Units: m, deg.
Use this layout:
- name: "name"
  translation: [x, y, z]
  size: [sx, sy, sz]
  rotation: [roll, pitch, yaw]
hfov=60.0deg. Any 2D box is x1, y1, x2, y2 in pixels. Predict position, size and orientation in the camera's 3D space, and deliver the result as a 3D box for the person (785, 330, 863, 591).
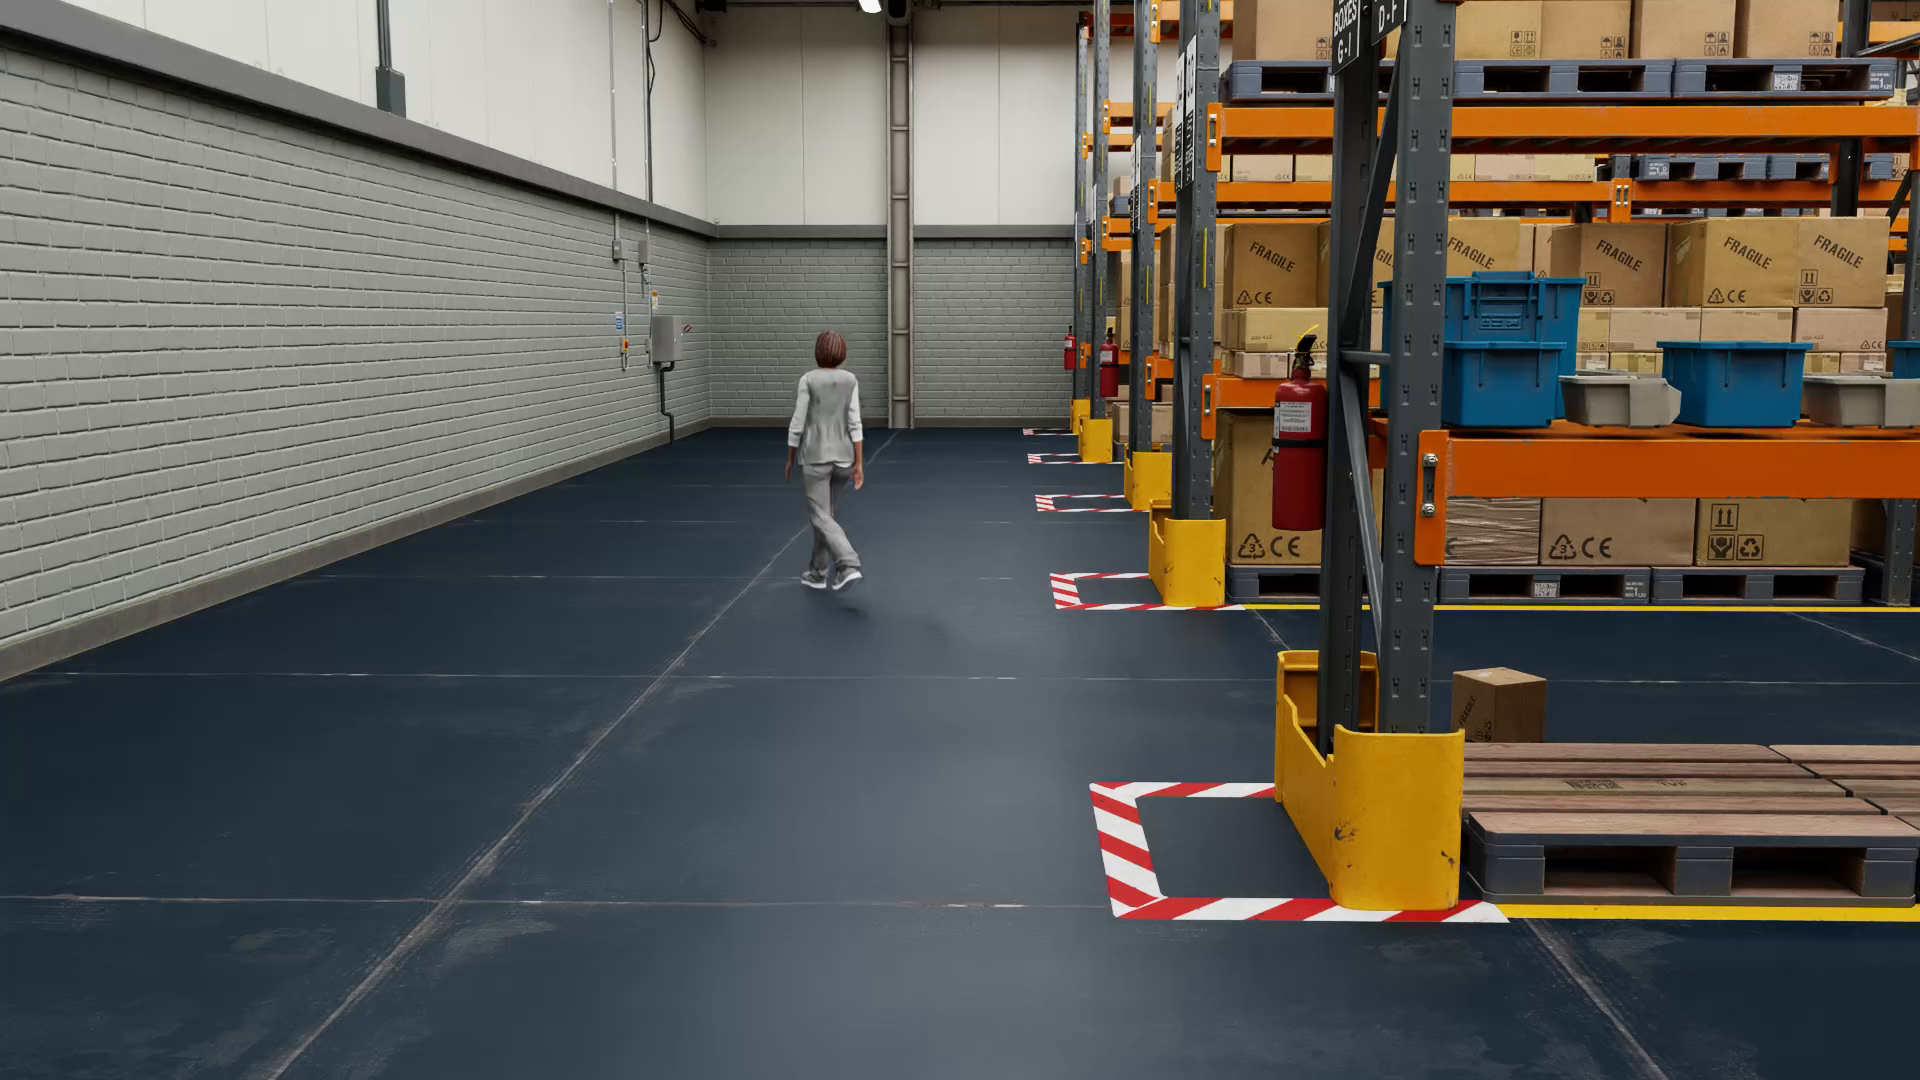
- name: "person"
  translation: [-0.784, -0.453, 9.745]
  size: [0.419, 1.549, 0.896]
  rotation: [-5, 9, -31]
